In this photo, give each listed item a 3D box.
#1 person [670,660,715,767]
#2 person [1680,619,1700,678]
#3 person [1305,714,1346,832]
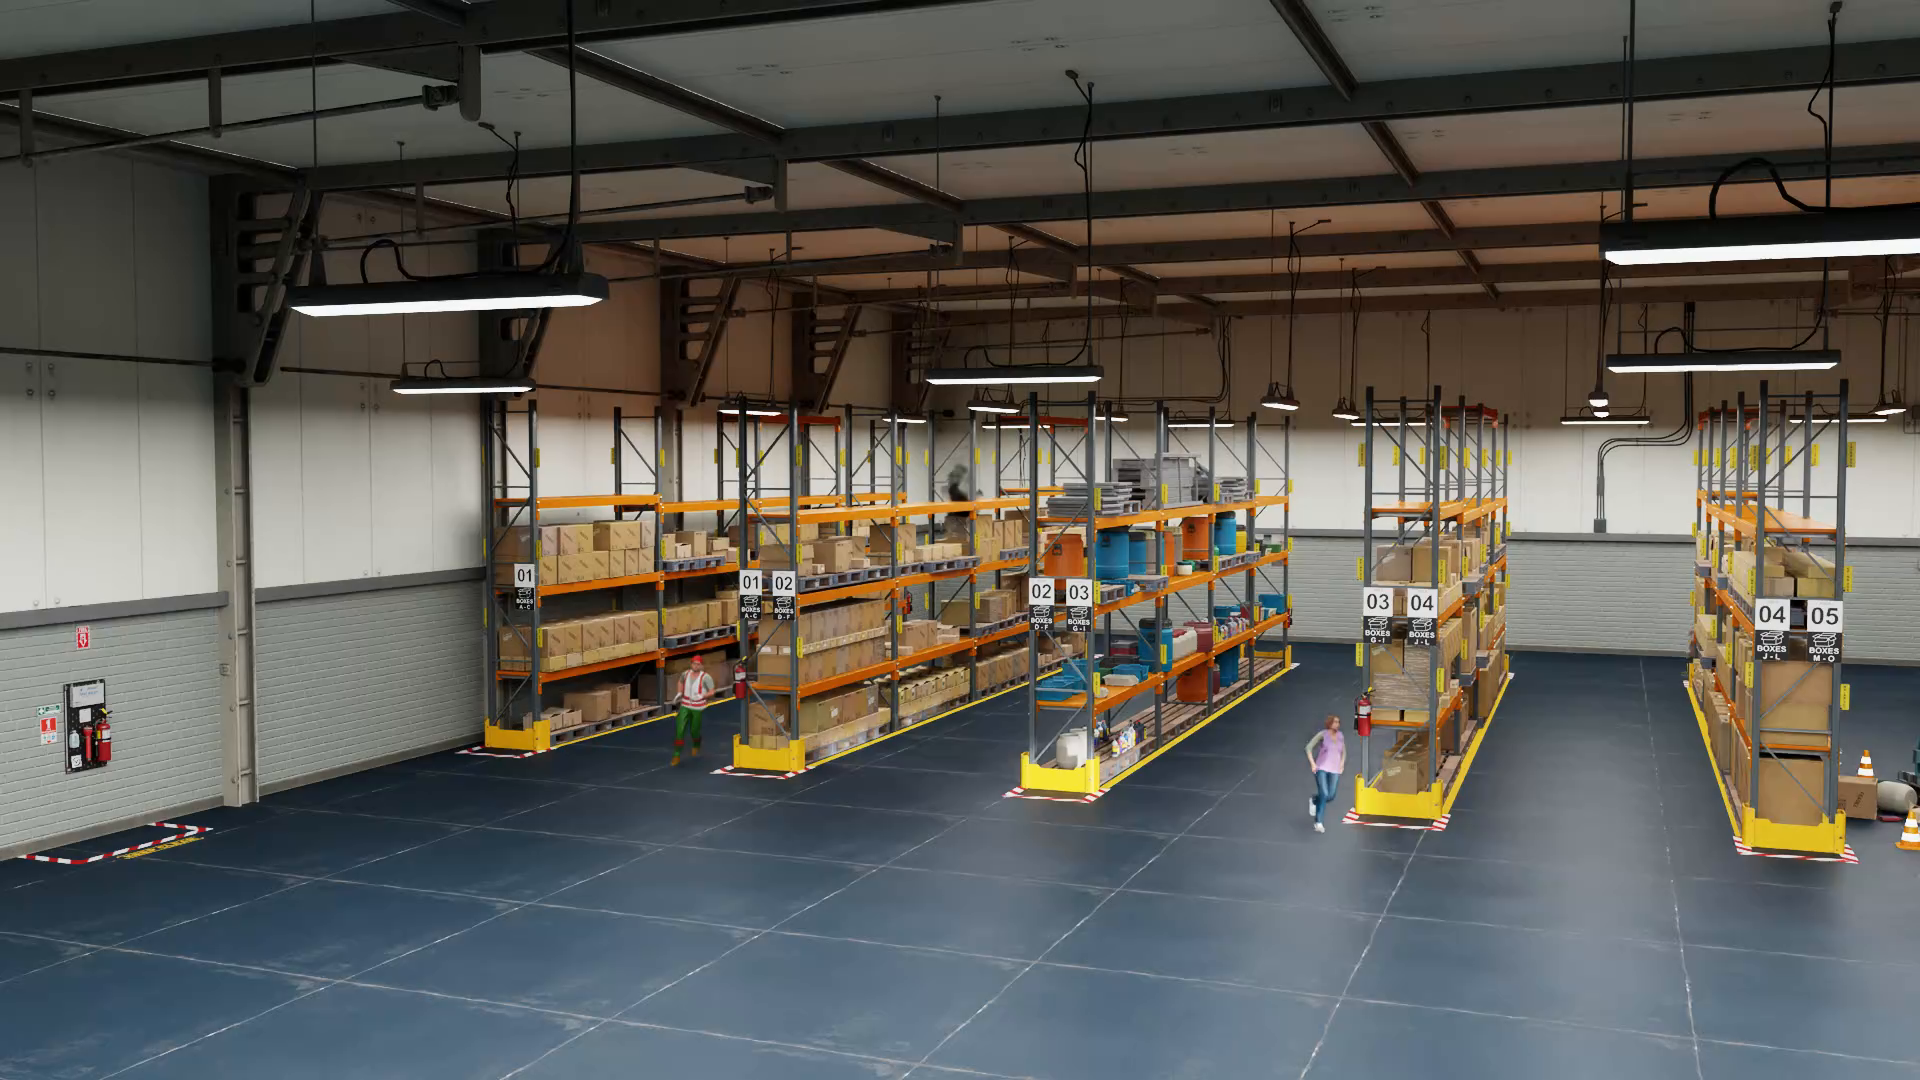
[{"bbox_3d":[-4.363,2.790,27.338,0.684,1.726,0.951,0,3,9],"label":"person"},{"bbox_3d":[16.712,2.287,37.501,0.791,1.727,0.781,1,3,19],"label":"person"},{"bbox_3d":[4.960,3.134,22.563,0.586,1.560,0.610,-1,3,-13],"label":"person"}]
